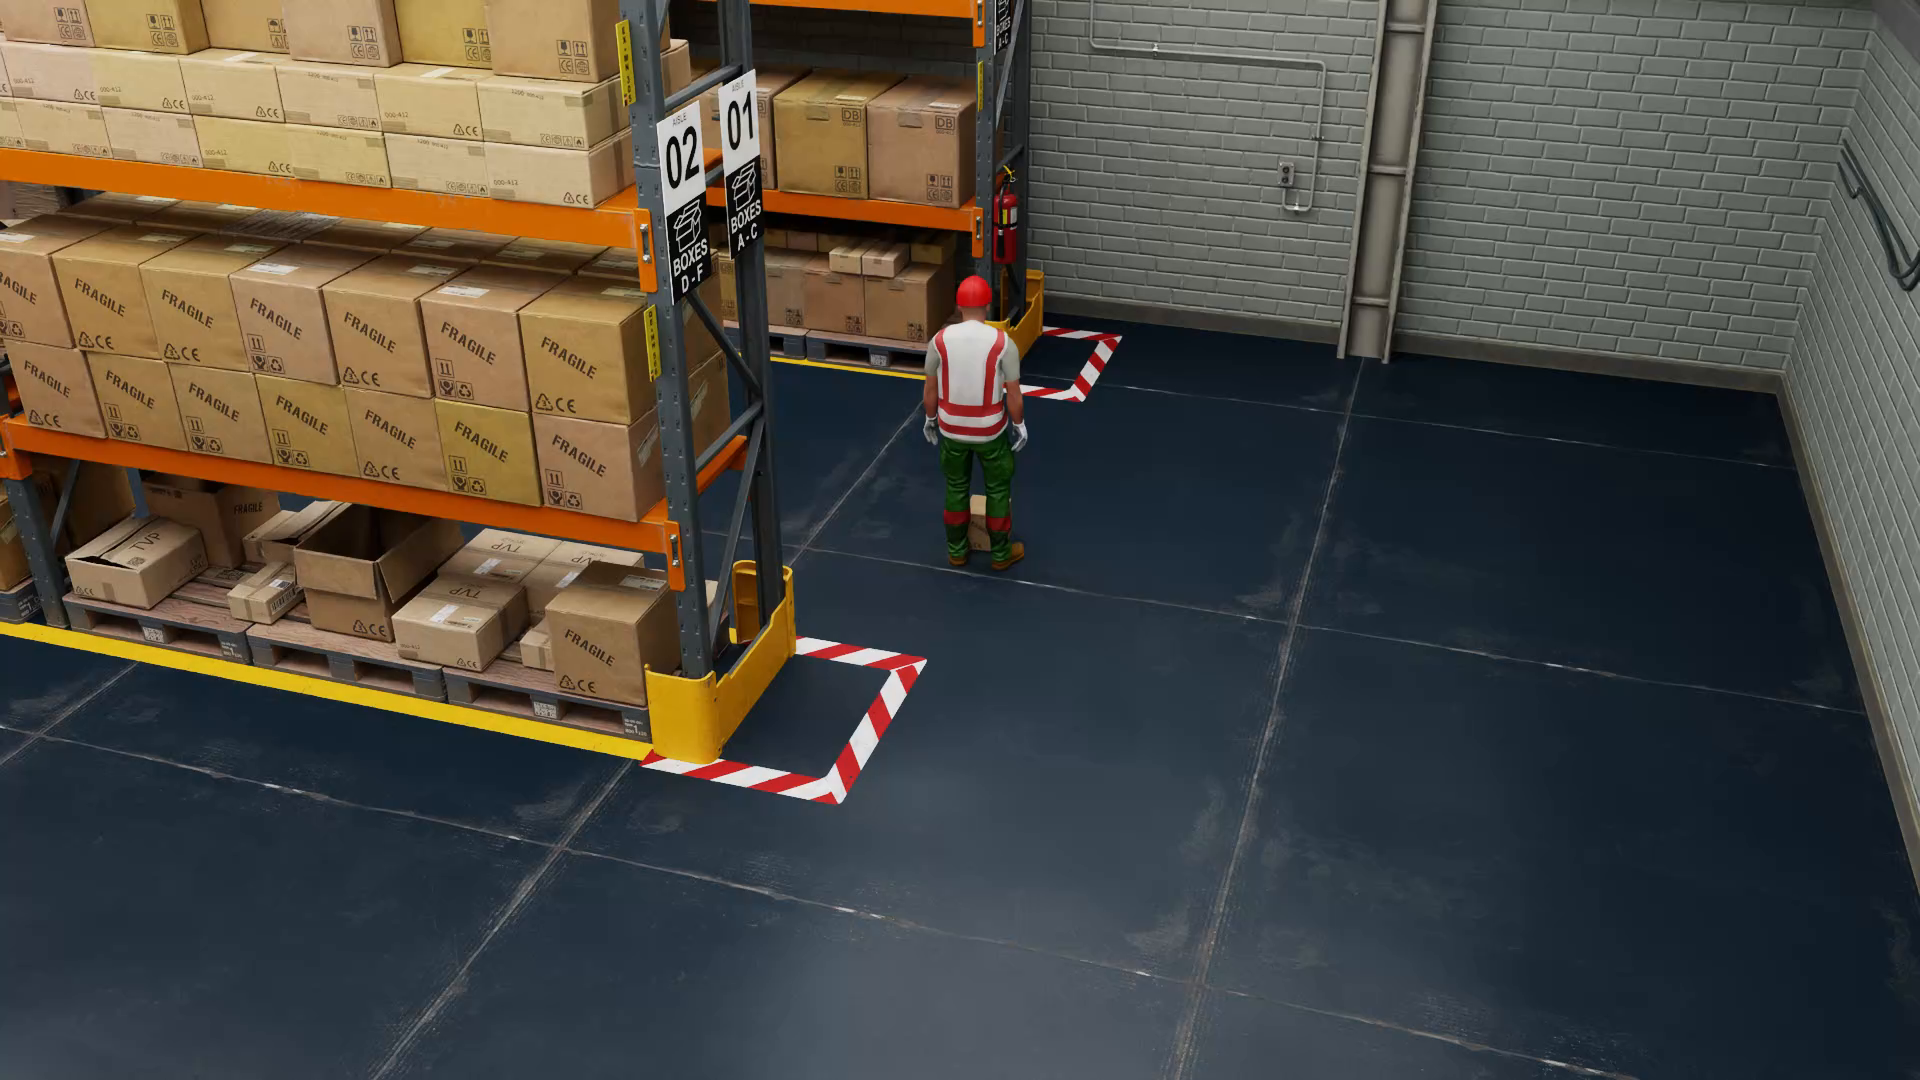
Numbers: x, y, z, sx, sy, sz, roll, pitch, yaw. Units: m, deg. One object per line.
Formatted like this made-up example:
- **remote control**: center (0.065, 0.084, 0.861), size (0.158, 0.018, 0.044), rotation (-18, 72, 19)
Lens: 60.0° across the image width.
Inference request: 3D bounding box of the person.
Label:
- **person**: center (0.088, -0.668, 9.702), size (0.619, 1.779, 0.448), rotation (7, 30, 12)
